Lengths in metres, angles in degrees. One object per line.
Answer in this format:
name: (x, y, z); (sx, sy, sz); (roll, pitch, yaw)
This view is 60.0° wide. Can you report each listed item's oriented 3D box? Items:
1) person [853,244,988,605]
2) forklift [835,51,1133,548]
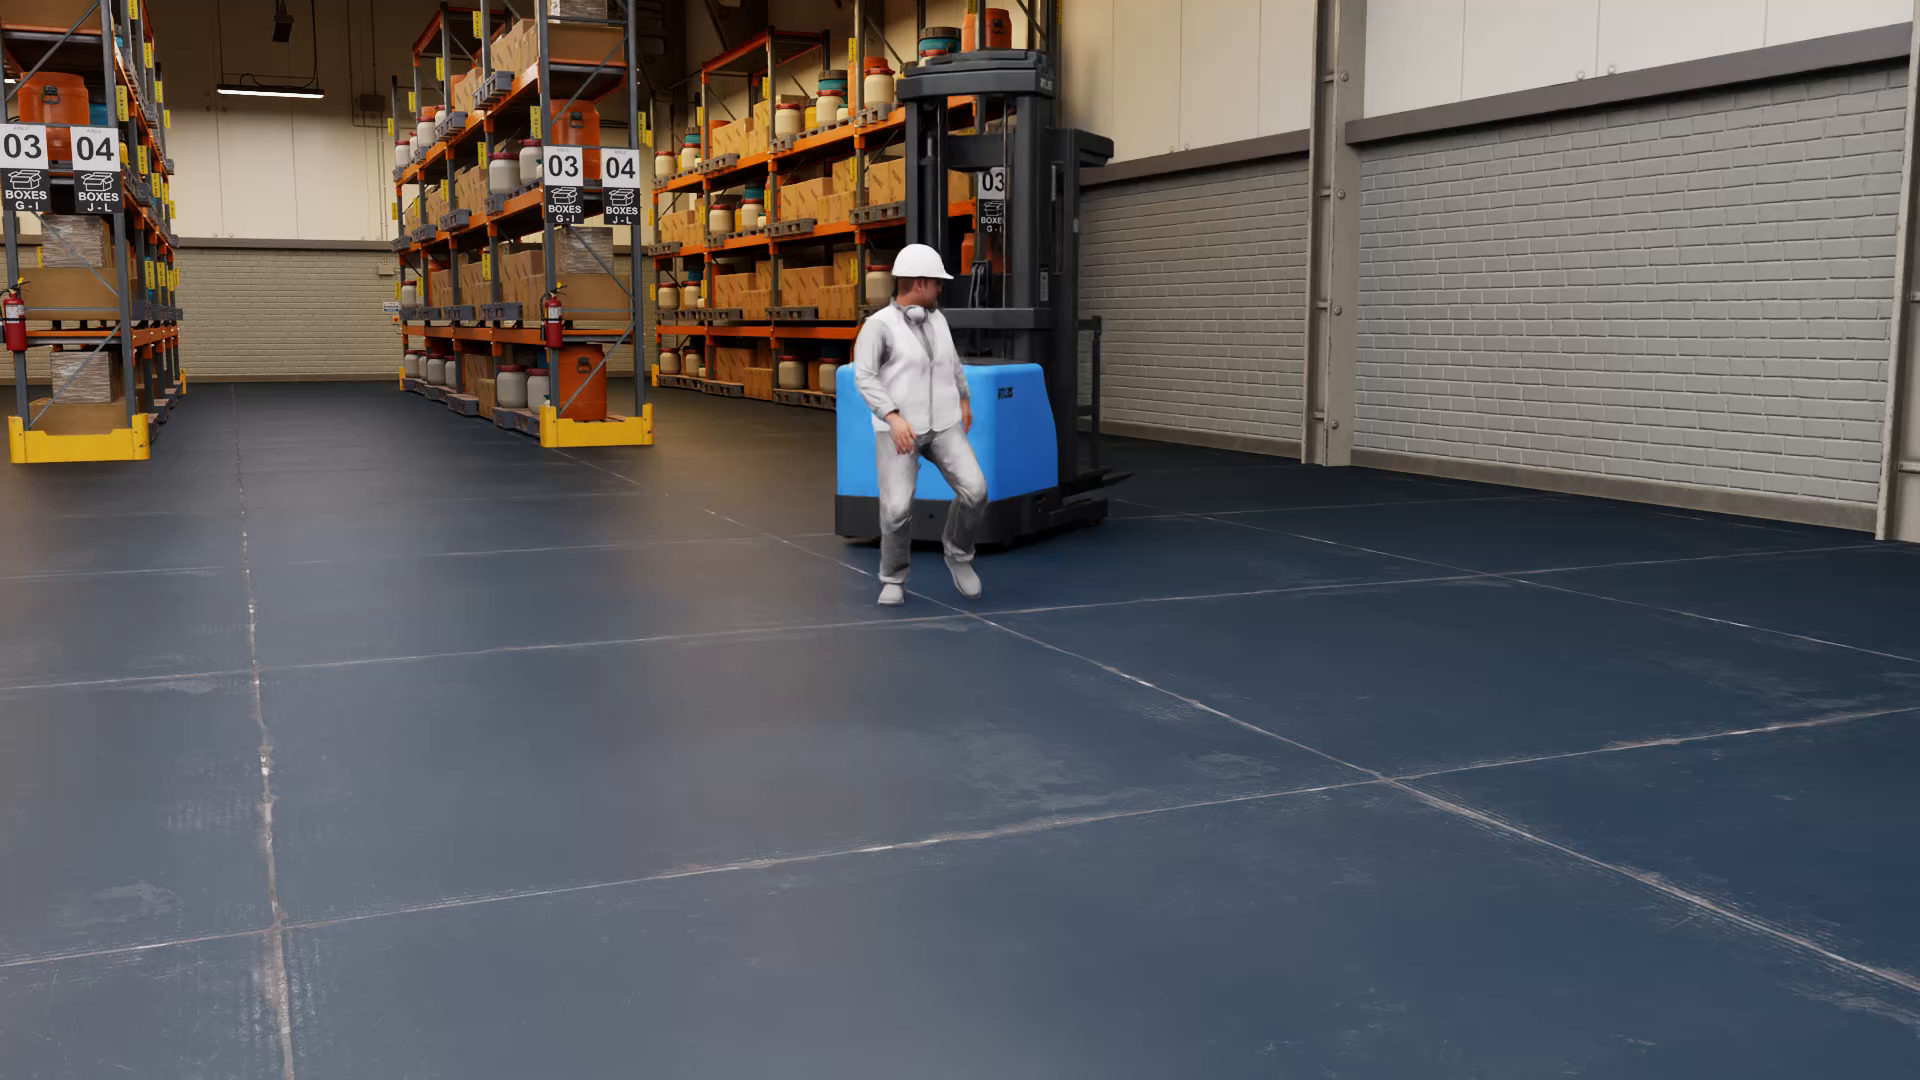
person: (-0.174, -0.540, 7.857); (0.753, 1.686, 0.650); (-3, 8, -24)
forklift: (0.333, -1.563, 10.797); (1.130, 2.935, 3.031); (3, 8, 24)
